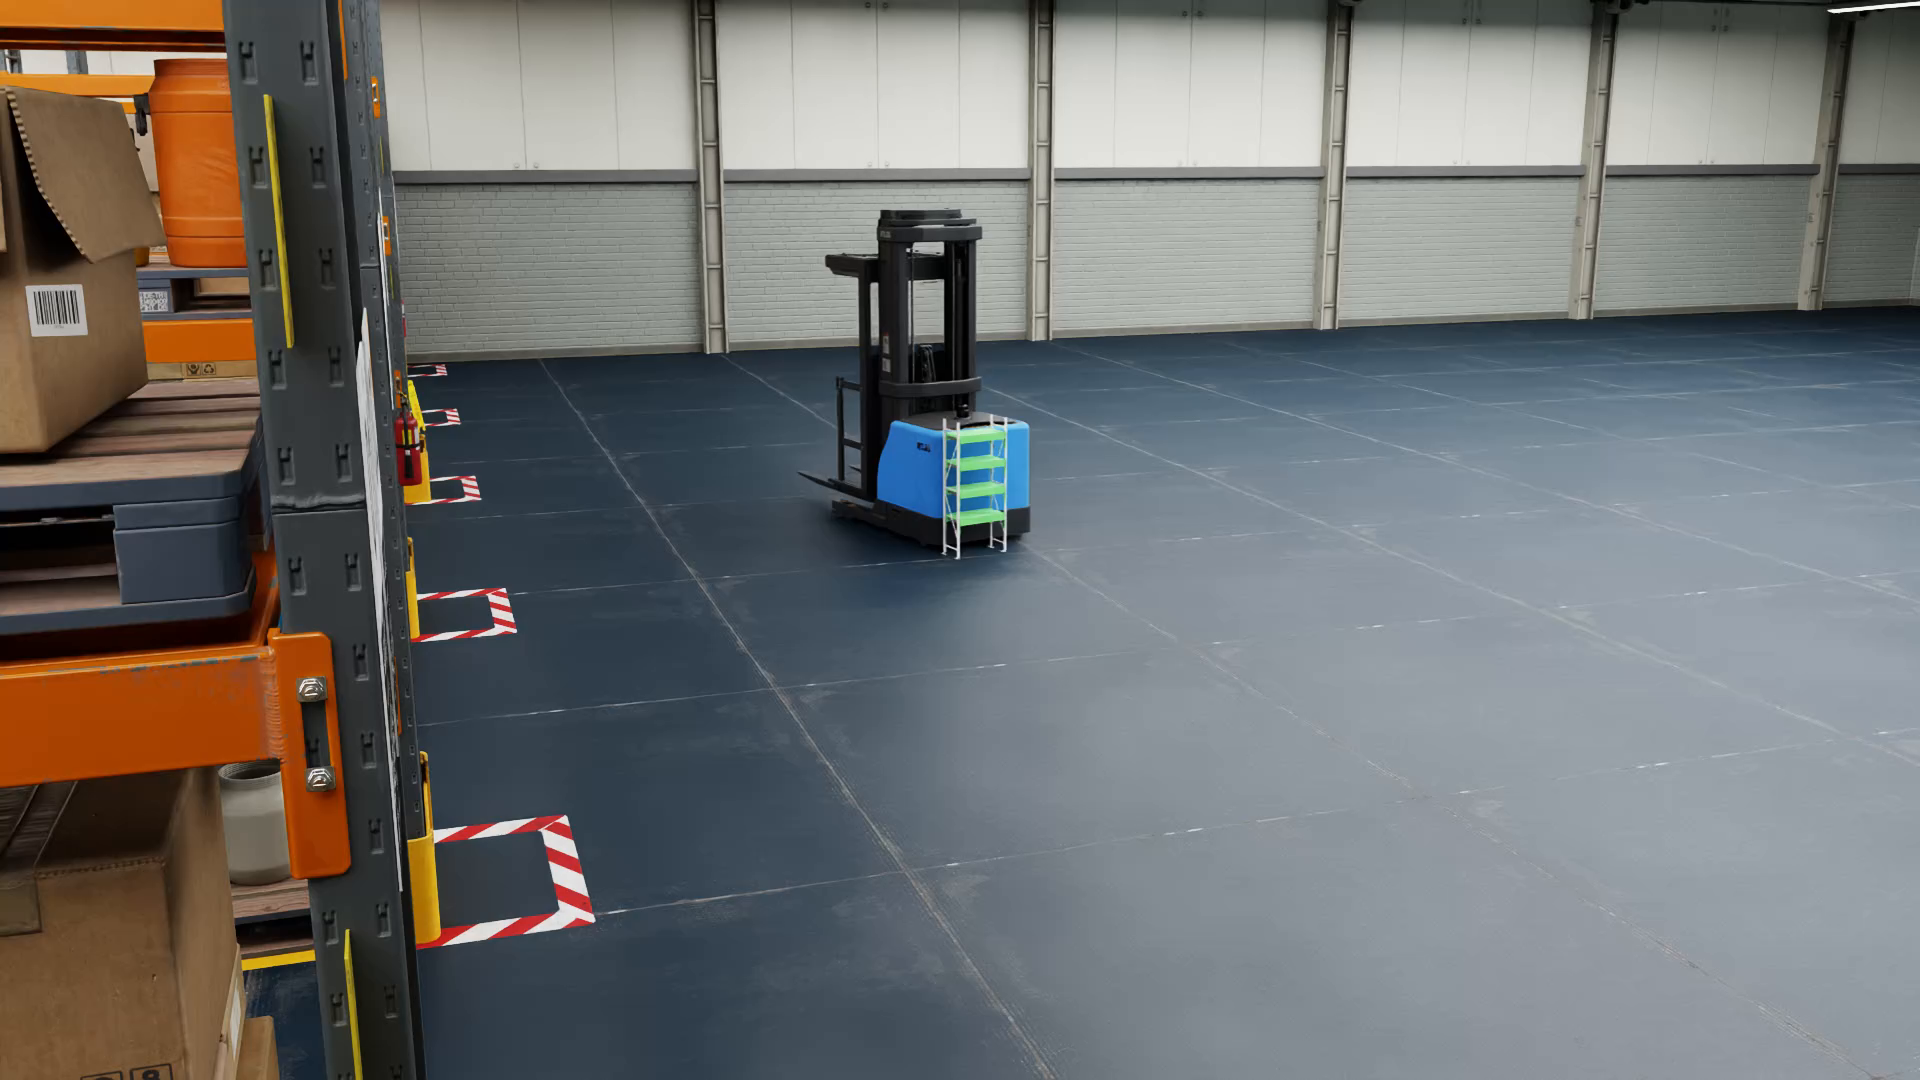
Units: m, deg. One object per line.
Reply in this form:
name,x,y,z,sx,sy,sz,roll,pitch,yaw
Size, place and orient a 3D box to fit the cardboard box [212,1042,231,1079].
cardboard box,-1.365,1.016,2.773,0.250,0.149,0.380,-5,14,-19

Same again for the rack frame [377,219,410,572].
rack frame,-4.219,-0.863,12.290,0.127,3.000,1.000,-4,14,-18

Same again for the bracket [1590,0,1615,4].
bracket,12.552,-10.604,32.498,0.430,0.232,0.235,-4,14,-18

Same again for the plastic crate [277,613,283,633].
plastic crate,-3.019,0.398,7.309,0.616,0.251,0.499,-4,14,-18

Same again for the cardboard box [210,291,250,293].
cardboard box,-5.304,-1.527,12.060,0.500,0.500,0.500,-4,14,-18

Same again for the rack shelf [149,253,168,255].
rack shelf,-6.115,-1.825,11.405,4.000,0.370,1.077,-4,14,-18

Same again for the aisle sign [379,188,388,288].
aisle sign,-4.256,-2.198,12.285,0.004,0.787,0.394,-4,14,-18

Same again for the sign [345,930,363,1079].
sign,-0.904,0.751,2.488,0.005,0.325,0.100,-4,14,-18

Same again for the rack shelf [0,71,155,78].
rack shelf,-9.276,-5.456,20.196,4.000,0.370,1.077,-4,14,-18

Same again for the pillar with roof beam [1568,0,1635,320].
pillar with roof beam,14.206,-8.017,29.401,0.548,9.000,9.100,-4,14,-18

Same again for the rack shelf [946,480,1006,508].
rack shelf,0.132,-0.404,14.524,0.480,0.148,0.258,-8,16,-32

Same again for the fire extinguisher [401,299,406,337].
fire extinguisher,-7.125,-2.906,21.047,0.183,0.674,0.296,-4,14,-18

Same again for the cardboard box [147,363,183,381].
cardboard box,-5.609,-1.374,11.416,0.500,0.500,0.500,-4,14,-18

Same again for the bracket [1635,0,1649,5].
bracket,13.339,-10.665,32.755,0.430,0.232,0.235,-4,14,-18

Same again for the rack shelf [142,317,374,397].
rack shelf,-4.535,-0.739,6.838,4.000,0.370,1.077,-4,14,-18

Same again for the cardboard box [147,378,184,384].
cardboard box,-5.673,-0.931,11.717,0.500,0.500,0.875,-4,14,-18

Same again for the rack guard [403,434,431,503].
rack guard,-5.683,-0.744,17.191,0.348,0.500,1.175,-4,14,-18

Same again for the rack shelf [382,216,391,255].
rack shelf,-7.601,-2.920,16.010,4.000,0.370,1.077,-4,14,-18

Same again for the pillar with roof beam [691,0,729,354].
pillar with roof beam,-2.854,-6.689,23.816,0.400,9.000,9.100,-4,14,-18

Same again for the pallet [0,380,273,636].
pallet,-1.742,-0.060,2.622,1.213,0.211,1.003,-4,14,-18

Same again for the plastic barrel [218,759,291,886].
plastic barrel,-3.239,1.294,7.687,0.421,0.512,0.421,0,13,0

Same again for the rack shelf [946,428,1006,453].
rack shelf,0.132,-0.871,14.413,0.480,0.148,0.258,-8,16,-32

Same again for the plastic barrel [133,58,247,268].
plastic barrel,-3.060,-1.586,7.009,0.708,0.830,0.600,-4,14,-18

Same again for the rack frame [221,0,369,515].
rack frame,-1.063,-1.609,2.460,0.127,3.000,1.000,-4,14,-18

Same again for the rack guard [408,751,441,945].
rack guard,-2.697,1.455,7.945,0.348,0.500,1.175,-4,14,-18

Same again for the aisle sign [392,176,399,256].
aisle sign,-5.734,-3.294,16.892,0.004,0.787,0.394,-4,14,-18

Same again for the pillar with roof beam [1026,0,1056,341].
pillar with roof beam,2.832,-7.131,25.677,0.400,9.000,9.100,-4,14,-18

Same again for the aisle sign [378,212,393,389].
aisle sign,-2.665,-1.111,7.714,0.004,0.787,0.394,-4,14,-18

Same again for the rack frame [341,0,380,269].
rack frame,-2.640,-2.695,7.028,0.127,3.000,1.000,-4,14,-18

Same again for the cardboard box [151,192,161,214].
cardboard box,-5.396,-2.302,11.319,0.250,0.149,0.380,-4,14,-17

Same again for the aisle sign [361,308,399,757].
aisle sign,-1.099,-0.027,3.156,0.004,0.787,0.394,-4,14,-18

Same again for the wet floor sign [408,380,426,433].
wet floor sign,-6.859,-1.671,20.772,0.232,0.644,0.267,0,13,1

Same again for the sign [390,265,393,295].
sign,-5.546,-2.517,16.228,0.005,0.325,0.100,-4,14,-18

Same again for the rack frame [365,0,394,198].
rack frame,-5.706,-4.877,16.200,0.127,3.000,1.000,-4,14,-18

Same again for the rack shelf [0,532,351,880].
rack shelf,-2.959,0.348,2.270,4.000,0.370,1.077,-4,14,-18

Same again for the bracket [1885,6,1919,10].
bracket,20.712,-11.239,35.169,3.189,0.066,0.076,-4,14,-18

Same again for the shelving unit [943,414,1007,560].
shelving unit,0.132,-0.466,14.509,0.503,1.200,0.258,-8,16,-32

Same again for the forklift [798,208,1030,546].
forklift,-0.579,-1.660,15.787,1.130,2.935,3.031,-8,16,-32

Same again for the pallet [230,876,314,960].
pallet,-3.468,1.654,7.731,1.213,0.211,1.003,-4,14,-18

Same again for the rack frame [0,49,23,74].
rack frame,-11.171,-5.660,19.492,0.127,3.000,1.000,-4,14,-18

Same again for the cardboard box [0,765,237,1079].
cardboard box,-1.560,0.666,2.843,0.500,0.500,0.700,-4,14,-18

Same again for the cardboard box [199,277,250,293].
cardboard box,-7.136,-2.466,16.368,0.550,0.550,0.875,-4,14,-18

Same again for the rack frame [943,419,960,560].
rack frame,-0.074,-0.436,14.381,0.015,1.200,0.240,-8,16,-32
